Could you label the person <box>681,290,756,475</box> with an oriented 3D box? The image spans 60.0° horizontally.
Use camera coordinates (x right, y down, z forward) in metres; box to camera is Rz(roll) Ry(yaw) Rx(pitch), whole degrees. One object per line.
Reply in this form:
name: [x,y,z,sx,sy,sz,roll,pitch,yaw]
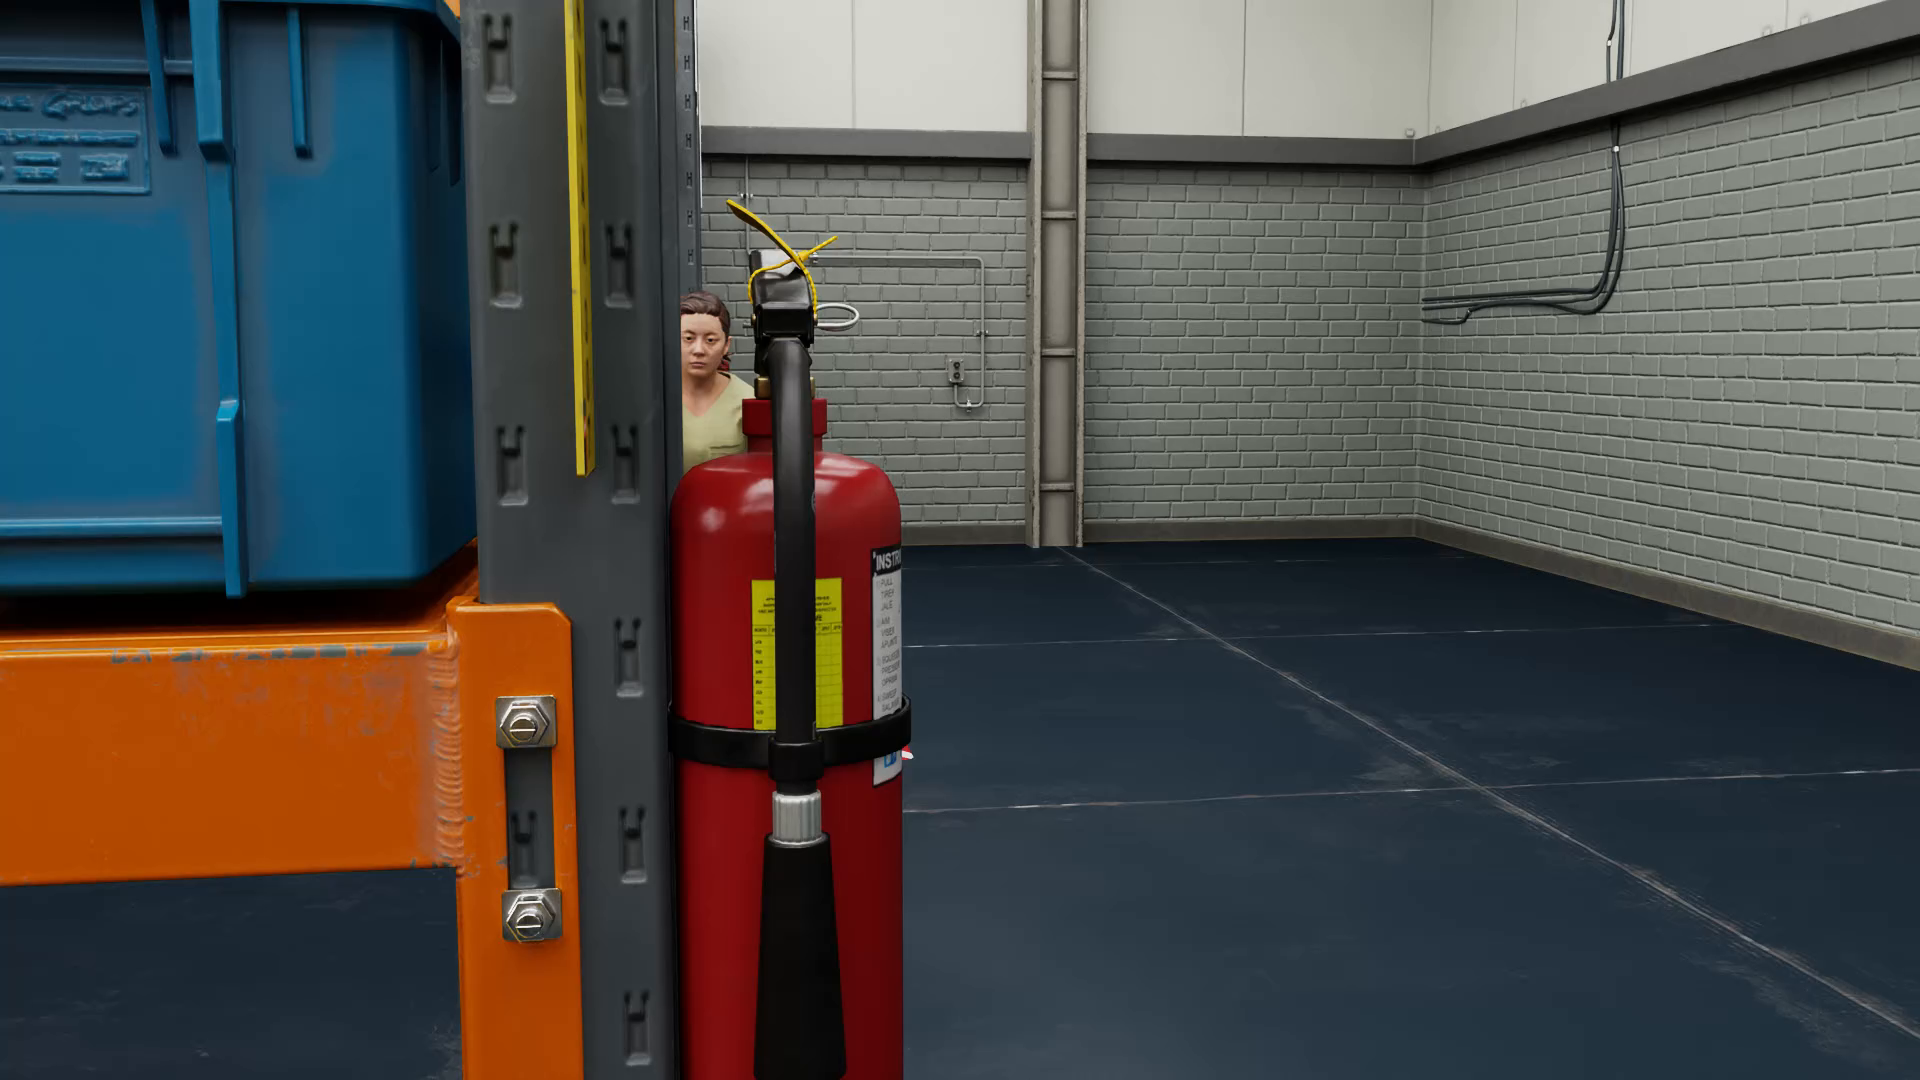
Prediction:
person: [-0.794,0.091,5.024,0.518,1.671,0.358,0,7,-4]
